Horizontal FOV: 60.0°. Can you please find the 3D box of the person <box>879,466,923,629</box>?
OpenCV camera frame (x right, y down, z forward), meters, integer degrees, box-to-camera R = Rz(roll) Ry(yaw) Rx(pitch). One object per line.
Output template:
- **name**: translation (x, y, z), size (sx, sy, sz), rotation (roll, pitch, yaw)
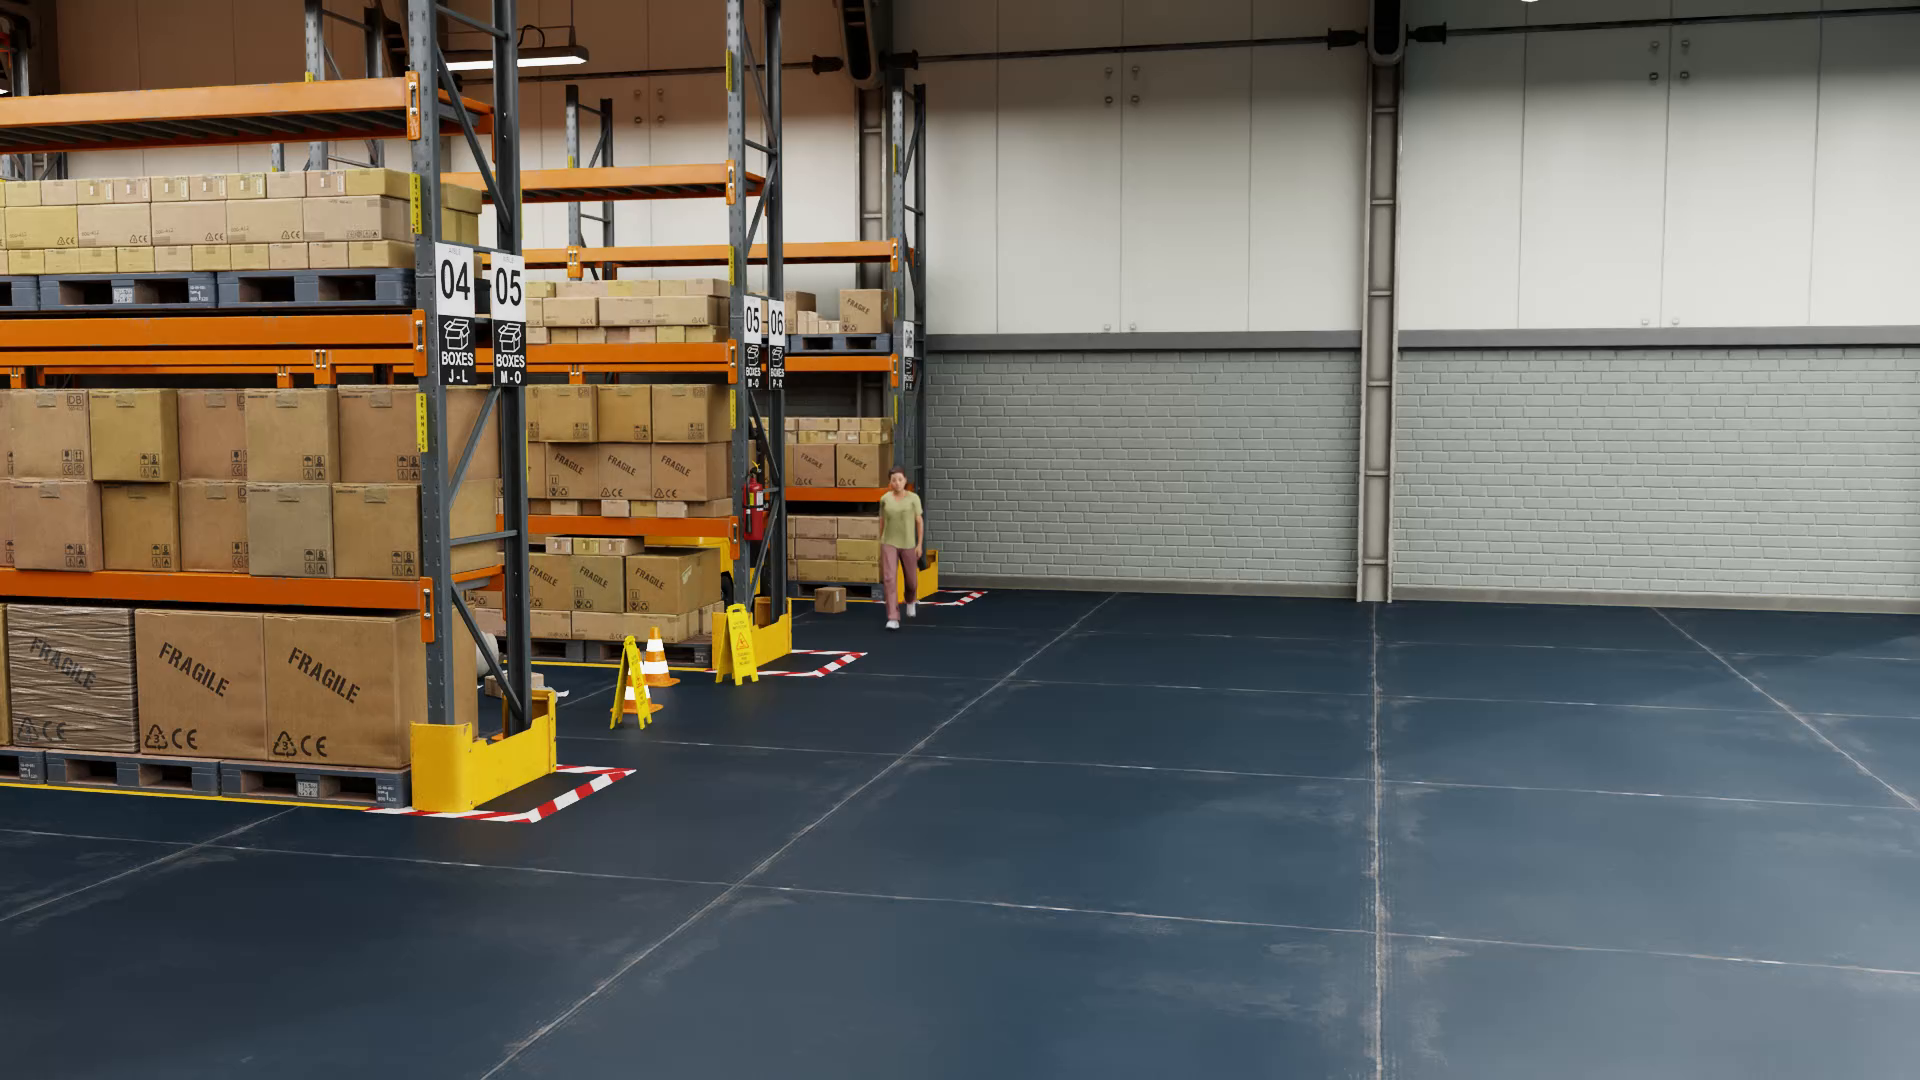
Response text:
- **person**: translation (-0.596, 0.056, 16.934), size (0.453, 1.633, 0.912), rotation (0, 5, 2)
